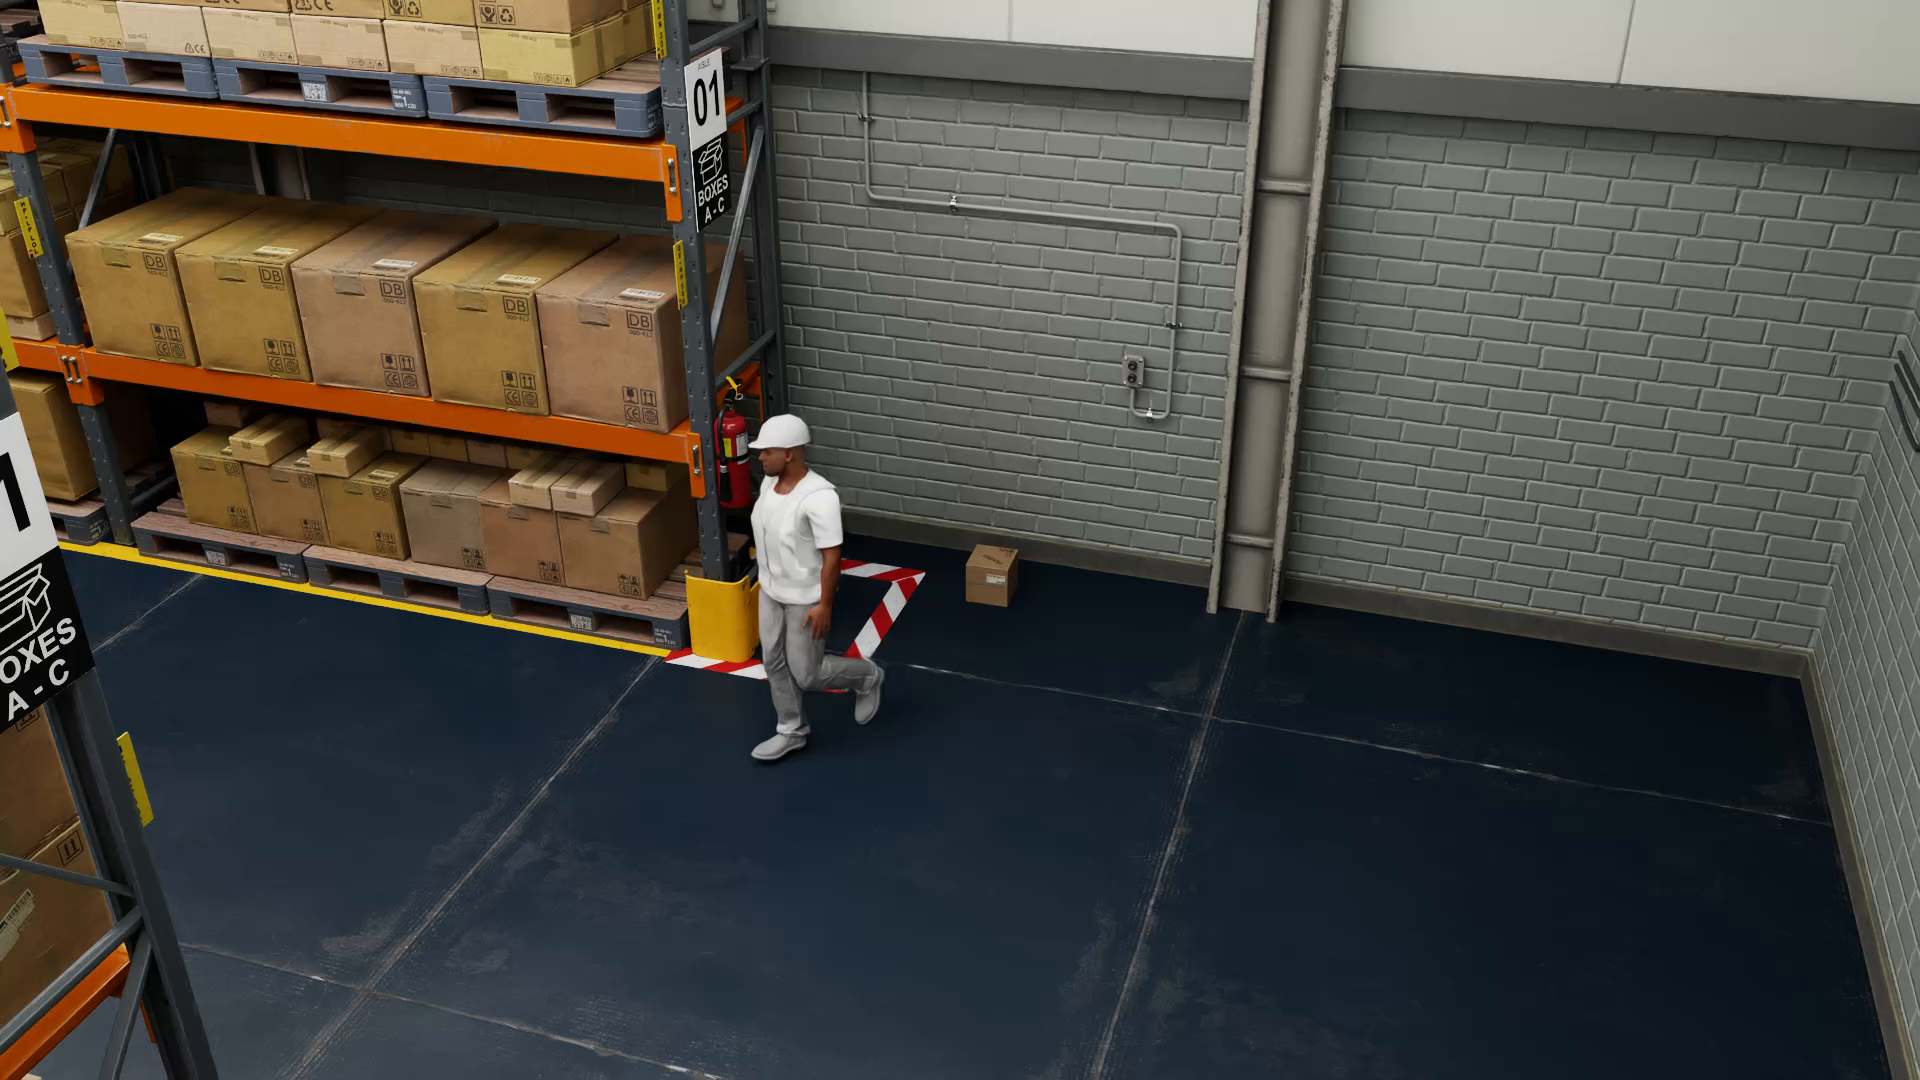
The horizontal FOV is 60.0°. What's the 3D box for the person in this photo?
[{"bbox_3d":[-0.764,0.225,8.071,0.737,1.739,0.583,-22,36,-34],"label":"person"}]
